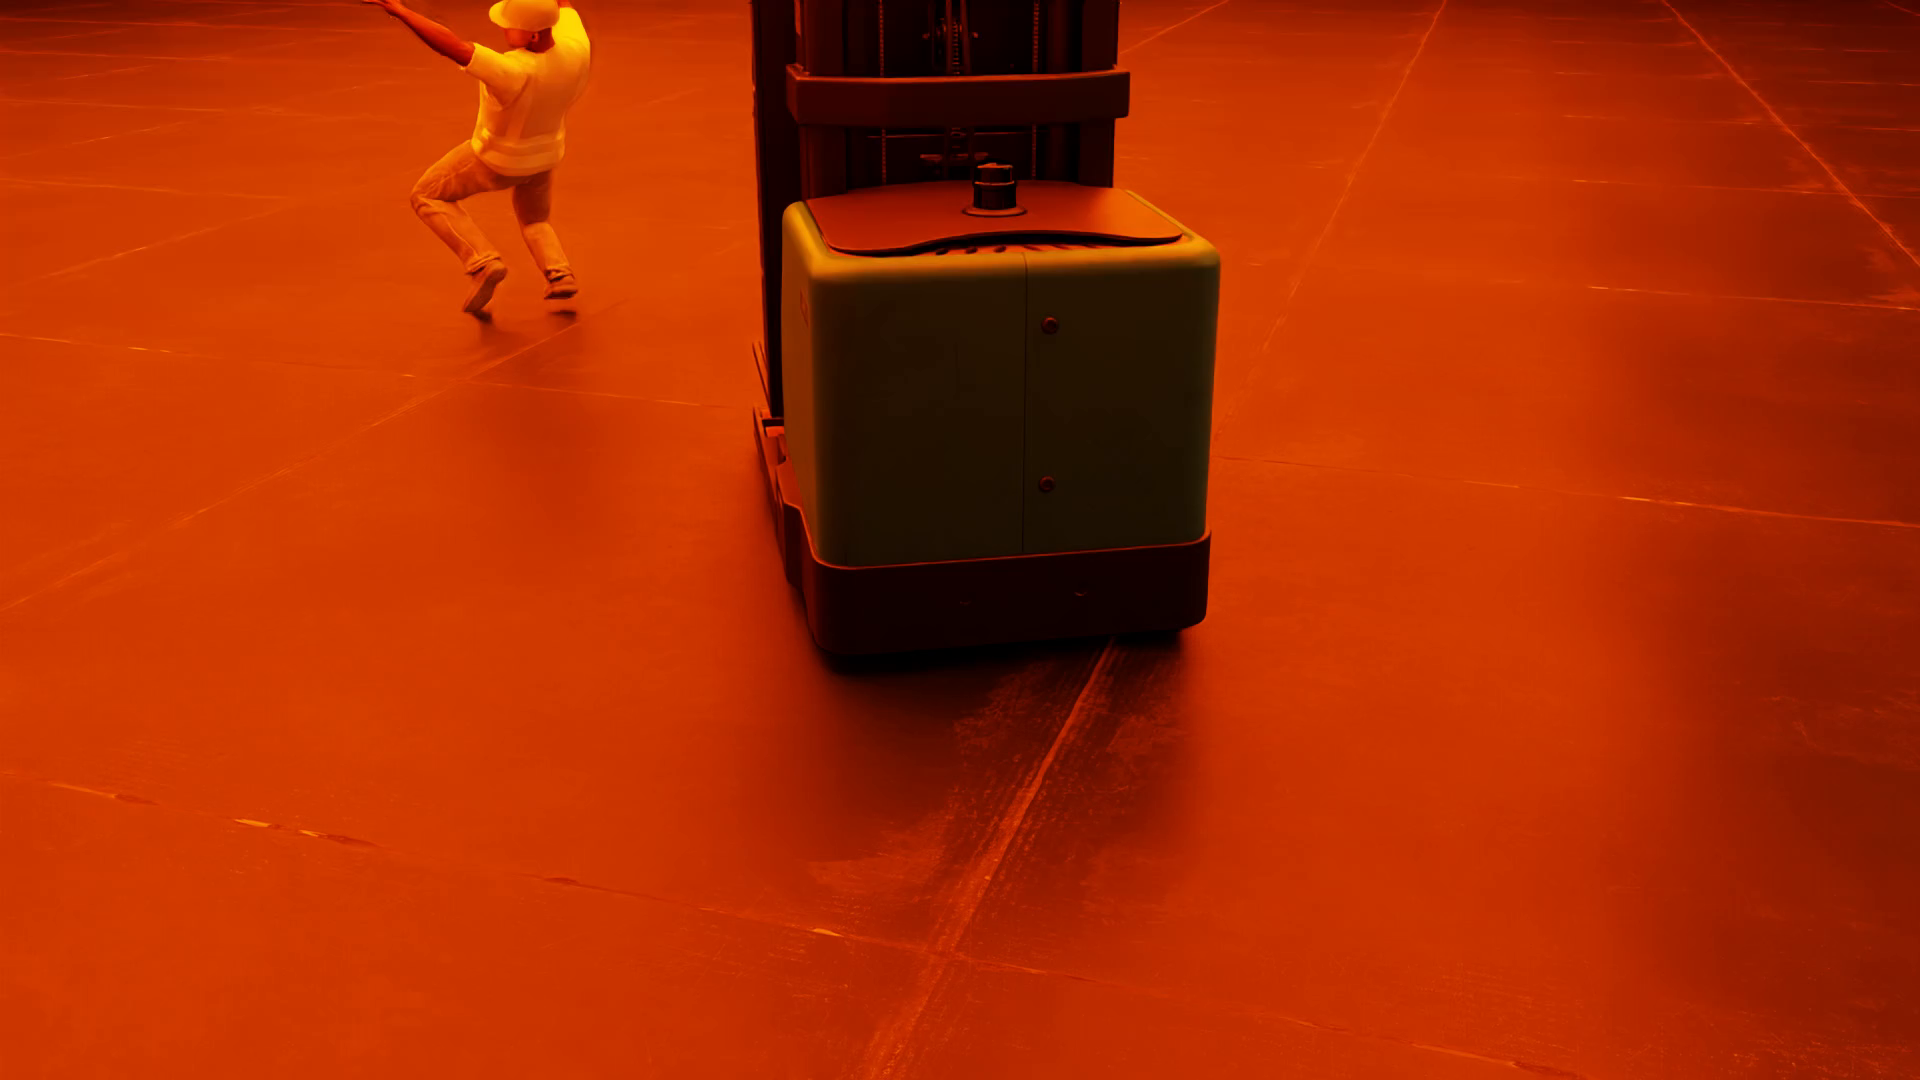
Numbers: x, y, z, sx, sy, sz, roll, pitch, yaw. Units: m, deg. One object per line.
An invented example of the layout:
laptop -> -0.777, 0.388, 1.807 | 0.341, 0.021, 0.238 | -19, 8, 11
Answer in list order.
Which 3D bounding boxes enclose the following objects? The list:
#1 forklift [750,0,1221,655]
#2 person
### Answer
forklift -> -0.116, -1.593, 5.139 | 1.130, 2.935, 3.031 | -4, 23, -10
person -> -2.128, -1.788, 7.326 | 0.827, 1.667, 1.119 | 18, 29, 37
